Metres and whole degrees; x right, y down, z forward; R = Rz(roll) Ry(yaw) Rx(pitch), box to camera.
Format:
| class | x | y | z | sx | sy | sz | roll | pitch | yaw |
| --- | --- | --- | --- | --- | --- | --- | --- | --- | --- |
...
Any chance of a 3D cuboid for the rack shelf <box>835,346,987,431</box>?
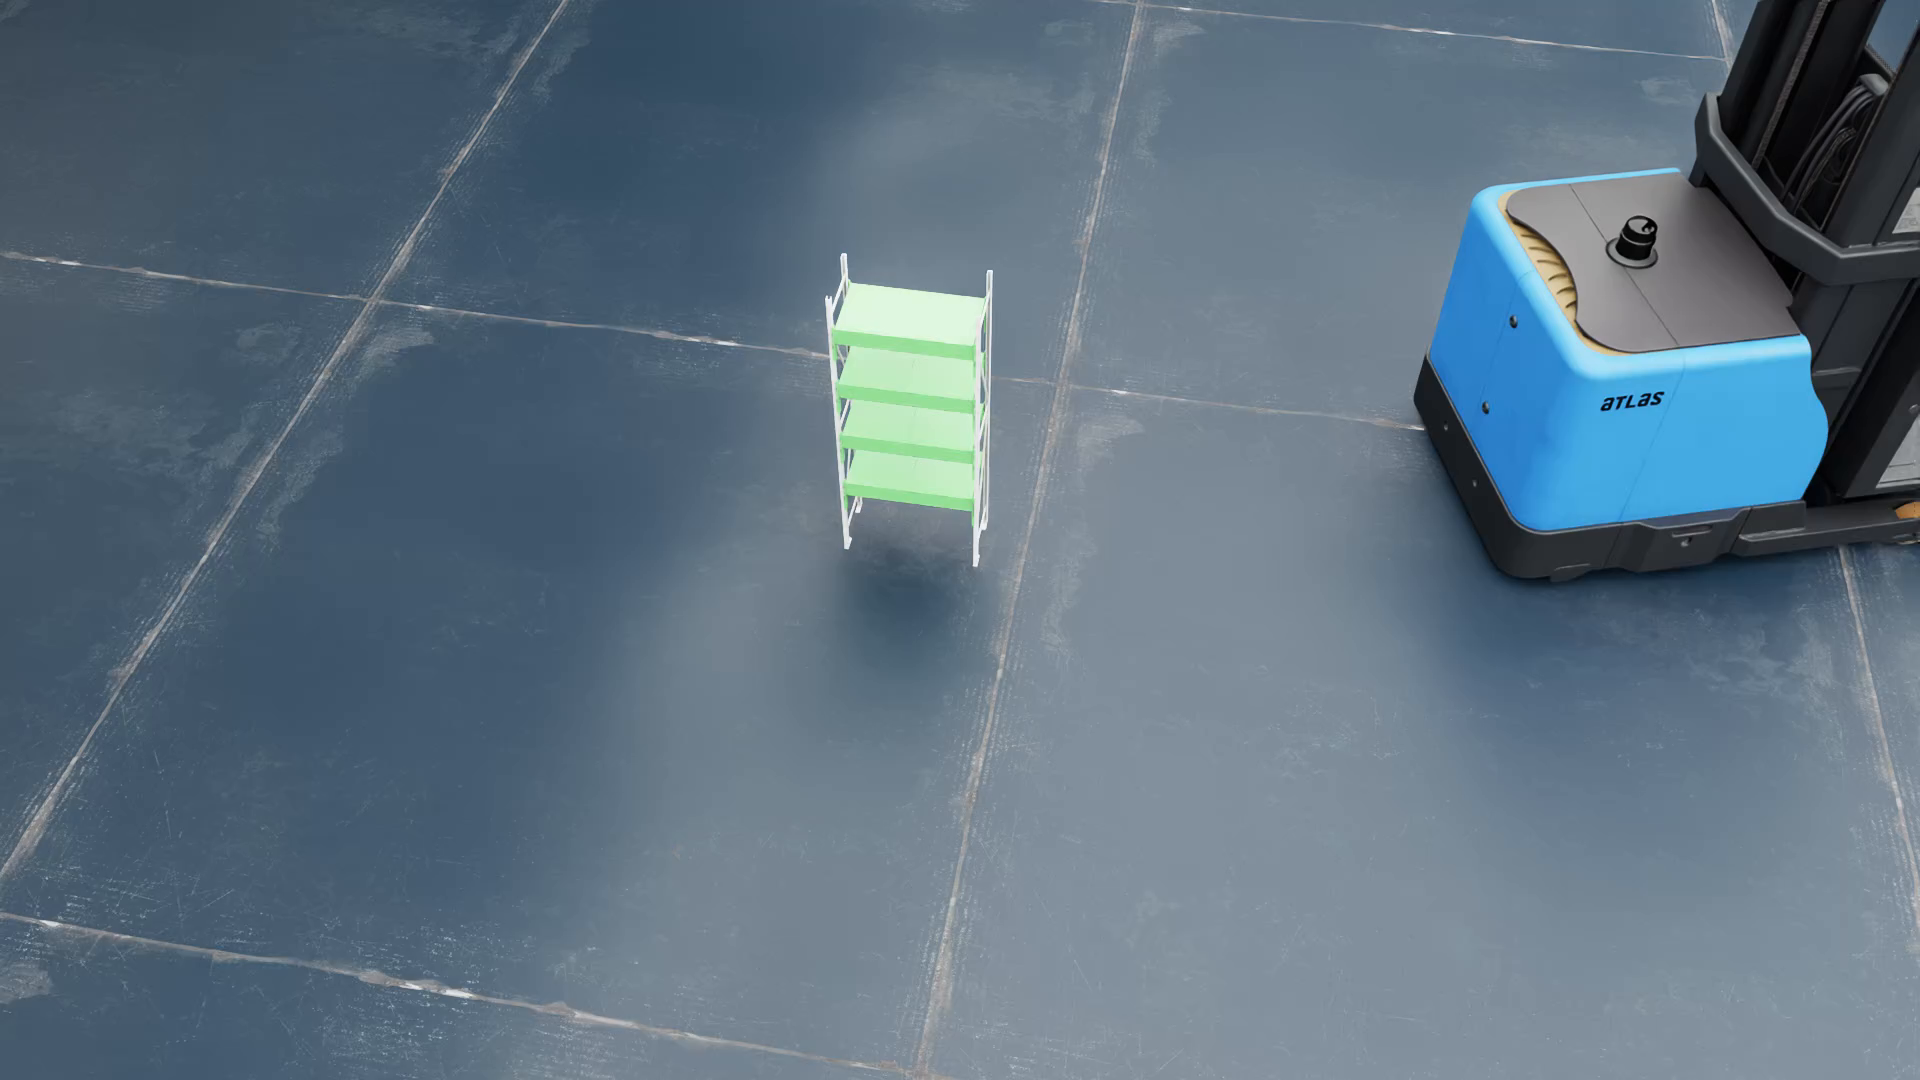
| class | x | y | z | sx | sy | sz | roll | pitch | yaw |
| --- | --- | --- | --- | --- | --- | --- | --- | --- | --- |
| rack shelf | -0.163 | -0.541 | 5.692 | 0.480 | 0.148 | 0.258 | 8 | 49 | 7 |

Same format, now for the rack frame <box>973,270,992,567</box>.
| class | x | y | z | sx | sy | sz | roll | pitch | yaw |
| --- | --- | --- | --- | --- | --- | --- | --- | --- | --- |
| rack frame | 0.077 | -0.391 | 5.794 | 0.015 | 1.200 | 0.240 | 8 | 49 | 7 |

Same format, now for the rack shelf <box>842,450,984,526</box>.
| class | x | y | z | sx | sy | sz | roll | pitch | yaw |
| --- | --- | --- | --- | --- | --- | --- | --- | --- | --- |
| rack shelf | -0.163 | -0.220 | 6.049 | 0.480 | 0.148 | 0.258 | 8 | 49 | 7 |

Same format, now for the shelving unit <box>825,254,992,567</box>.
| class | x | y | z | sx | sy | sz | roll | pitch | yaw |
| --- | --- | --- | --- | --- | --- | --- | --- | --- | --- |
| shelving unit | -0.163 | -0.423 | 5.823 | 0.503 | 1.200 | 0.258 | 8 | 49 | 7 |

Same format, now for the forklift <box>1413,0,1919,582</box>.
| class | x | y | z | sx | sy | sz | roll | pitch | yaw |
| --- | --- | --- | --- | --- | --- | --- | --- | --- | --- |
| forklift | 3.378 | -1.346 | 5.489 | 3.031 | 2.935 | 1.130 | -7 | 48 | -6 |

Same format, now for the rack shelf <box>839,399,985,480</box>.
| class | x | y | z | sx | sy | sz | roll | pitch | yaw |
| --- | --- | --- | --- | --- | --- | --- | --- | --- | --- |
| rack shelf | -0.163 | -0.380 | 5.871 | 0.480 | 0.148 | 0.258 | 8 | 49 | 7 |

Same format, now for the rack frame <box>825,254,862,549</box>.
| class | x | y | z | sx | sy | sz | roll | pitch | yaw |
| --- | --- | --- | --- | --- | --- | --- | --- | --- | --- |
| rack frame | -0.403 | -0.455 | 5.852 | 0.015 | 1.200 | 0.240 | 8 | 49 | 7 |

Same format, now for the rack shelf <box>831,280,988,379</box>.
| class | x | y | z | sx | sy | sz | roll | pitch | yaw |
| --- | --- | --- | --- | --- | --- | --- | --- | --- | --- |
| rack shelf | -0.163 | -0.701 | 5.514 | 0.480 | 0.148 | 0.258 | 8 | 49 | 7 |
